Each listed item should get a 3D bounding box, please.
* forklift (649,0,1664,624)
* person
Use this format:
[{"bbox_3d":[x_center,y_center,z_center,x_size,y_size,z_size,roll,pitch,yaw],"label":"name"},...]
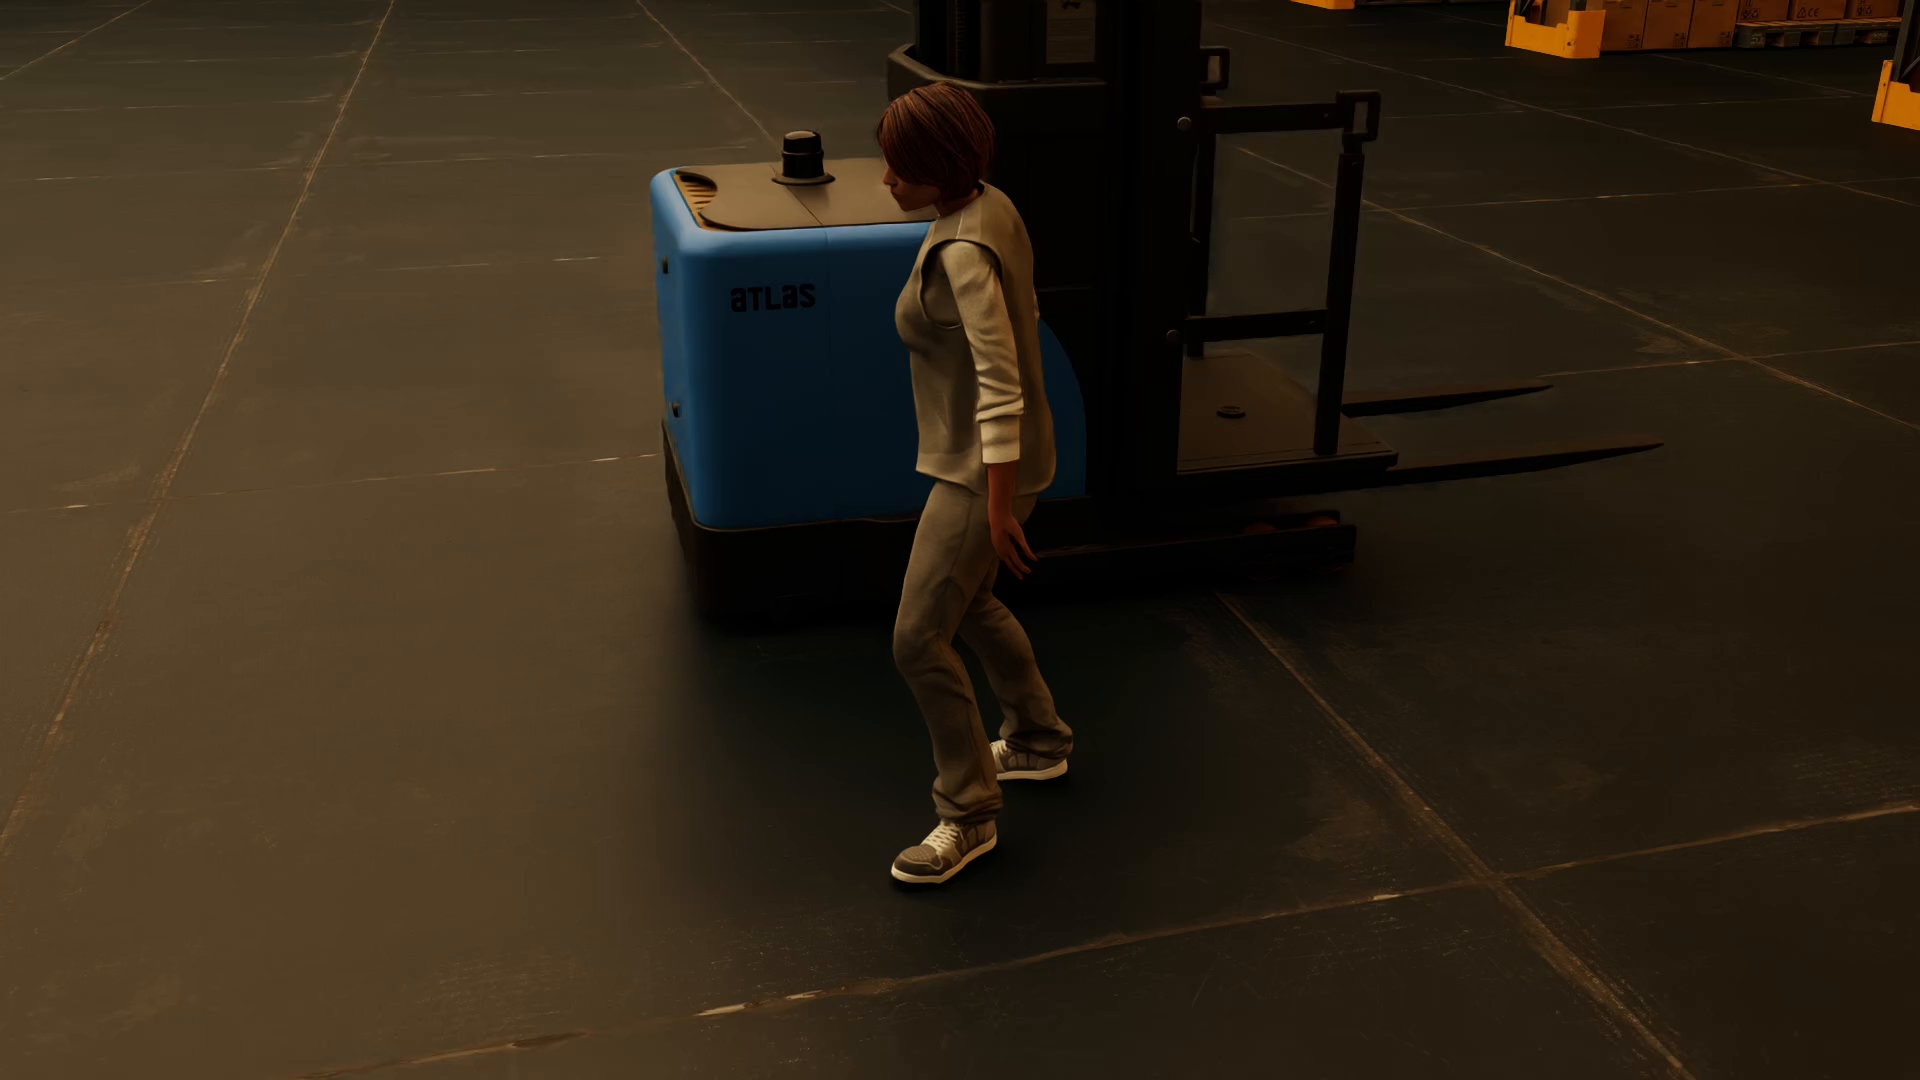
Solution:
[{"bbox_3d":[0.652,-1.423,4.654,3.031,2.935,1.130,-6,24,-13],"label":"forklift"},{"bbox_3d":[0.045,-0.127,3.392,0.398,1.565,0.729,2,23,6],"label":"person"}]
